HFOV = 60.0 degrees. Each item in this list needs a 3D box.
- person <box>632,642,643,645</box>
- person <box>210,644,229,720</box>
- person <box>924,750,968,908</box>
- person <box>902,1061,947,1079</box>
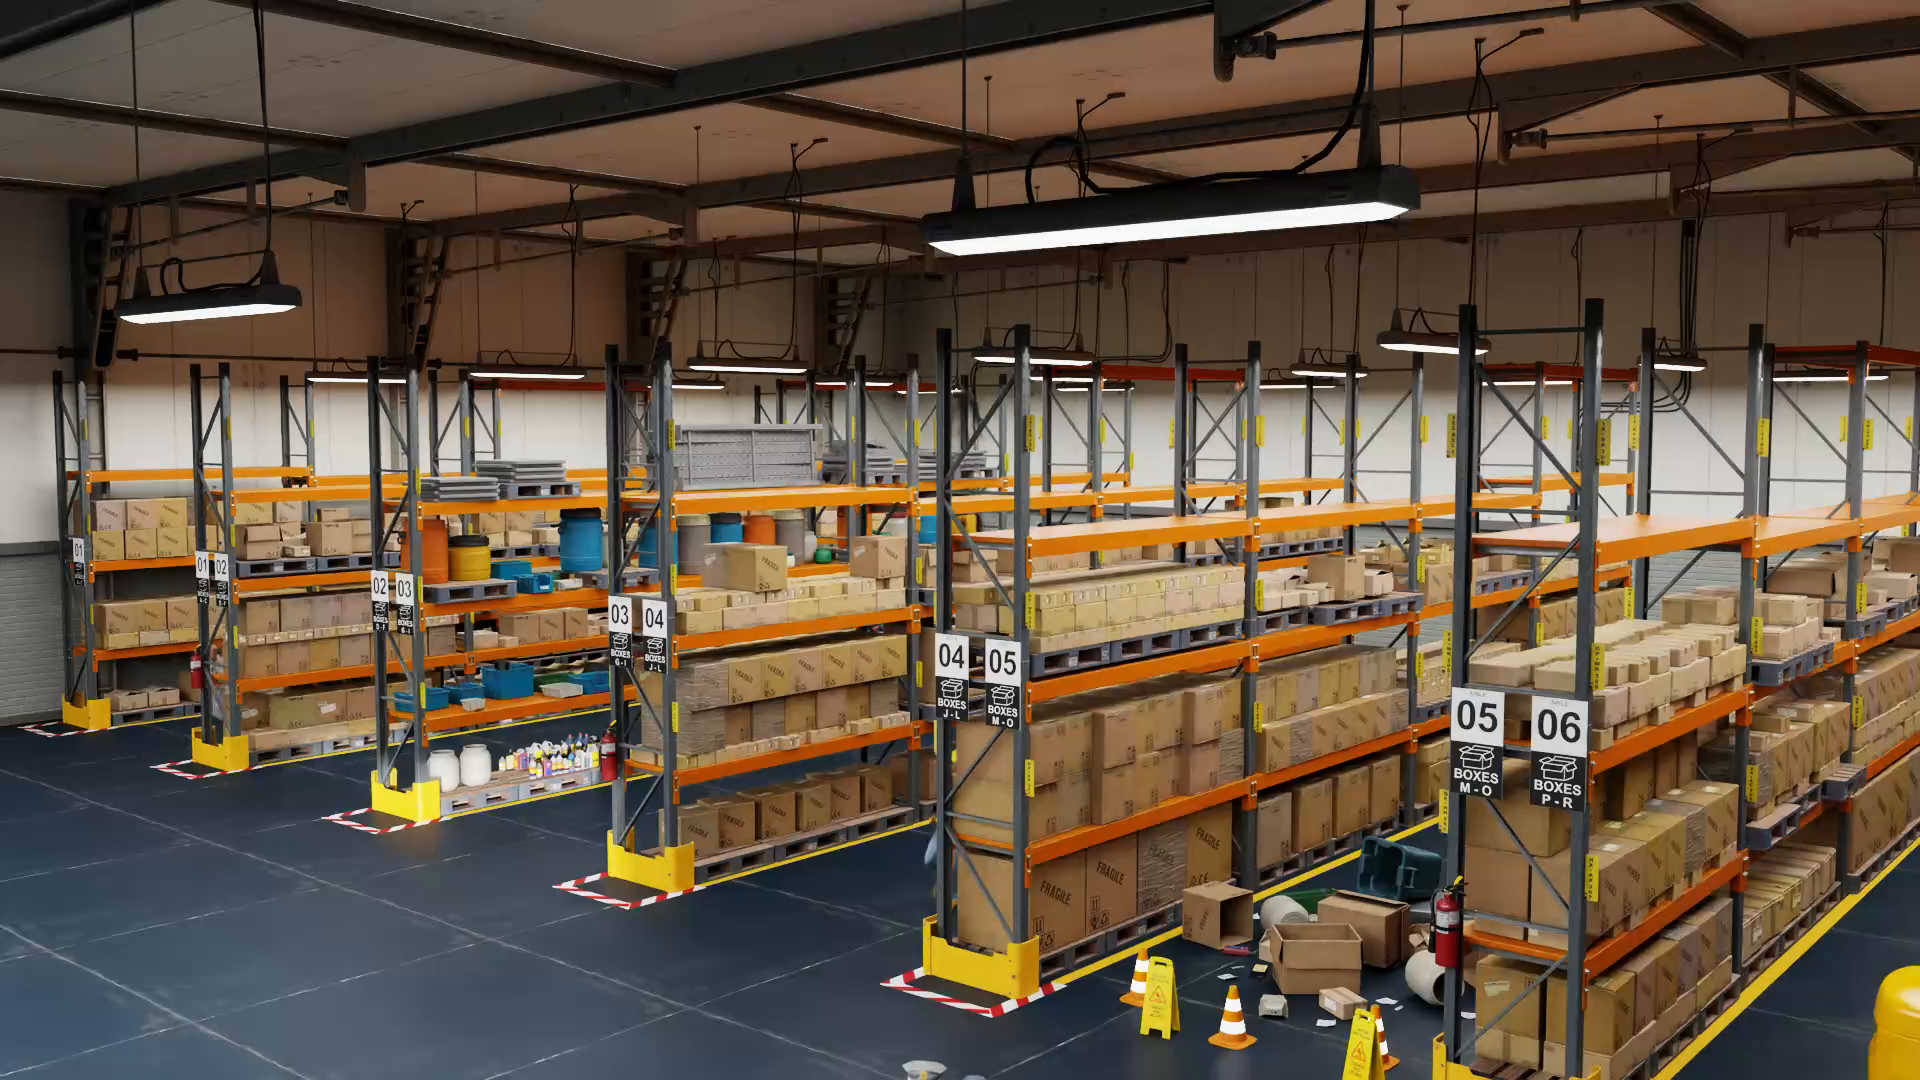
[{"bbox_3d":[-6.448,1.965,32.804,0.588,1.683,0.659,2,5,30],"label":"person"},{"bbox_3d":[-11.964,2.441,26.794,0.736,1.597,0.869,0,4,5],"label":"person"},{"bbox_3d":[-0.081,3.053,17.531,0.807,1.720,0.607,3,5,37],"label":"person"},{"bbox_3d":[-0.139,3.688,9.510,0.707,1.709,1.010,0,4,6],"label":"person"}]
